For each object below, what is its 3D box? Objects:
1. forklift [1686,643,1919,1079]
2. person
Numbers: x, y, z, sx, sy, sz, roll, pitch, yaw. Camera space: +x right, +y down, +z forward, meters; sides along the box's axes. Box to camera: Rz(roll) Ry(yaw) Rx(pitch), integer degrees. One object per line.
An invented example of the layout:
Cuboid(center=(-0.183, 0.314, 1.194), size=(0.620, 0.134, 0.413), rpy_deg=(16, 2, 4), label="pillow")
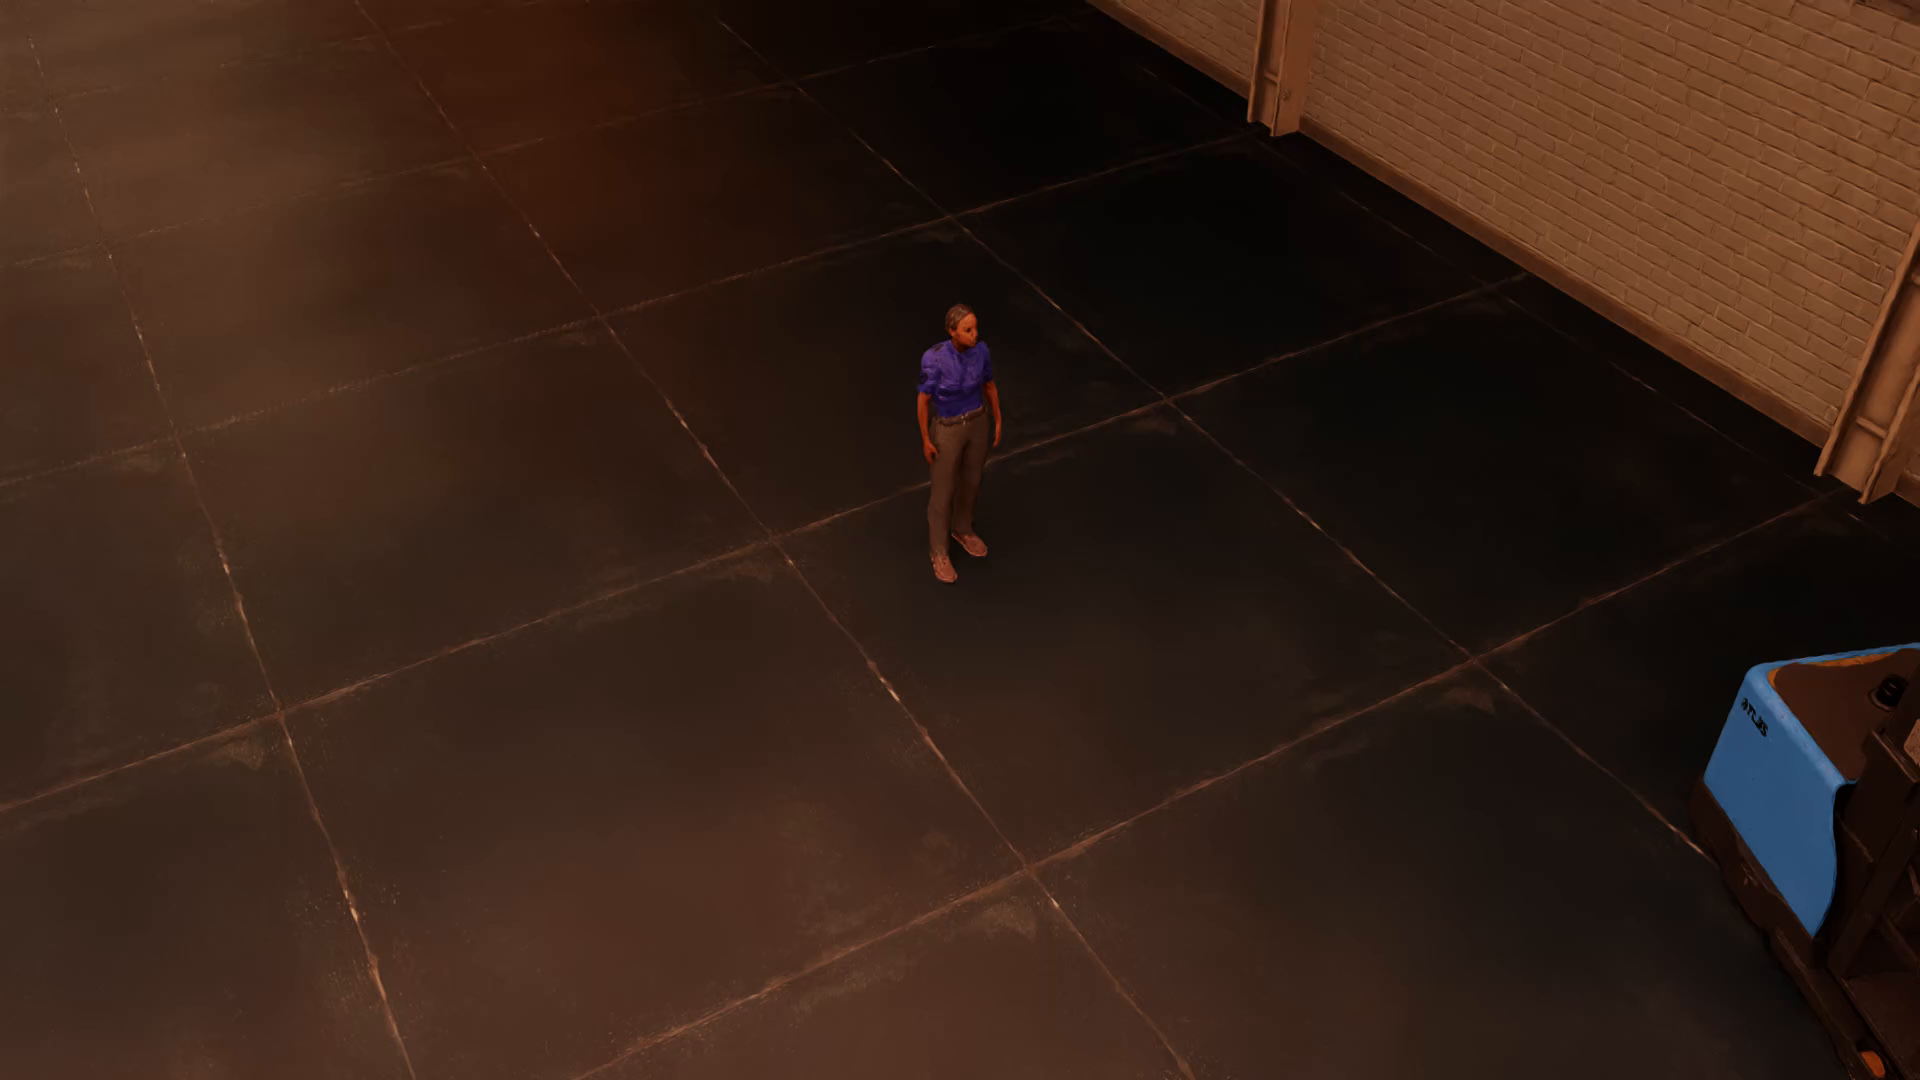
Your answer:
Cuboid(center=(4.498, 1.166, 6.630), size=(1.130, 2.935, 3.031), rpy_deg=(-7, 40, -8), label="forklift")
Cuboid(center=(0.027, -0.583, 9.737), size=(0.570, 1.642, 0.503), rpy_deg=(-20, 44, -23), label="person")
